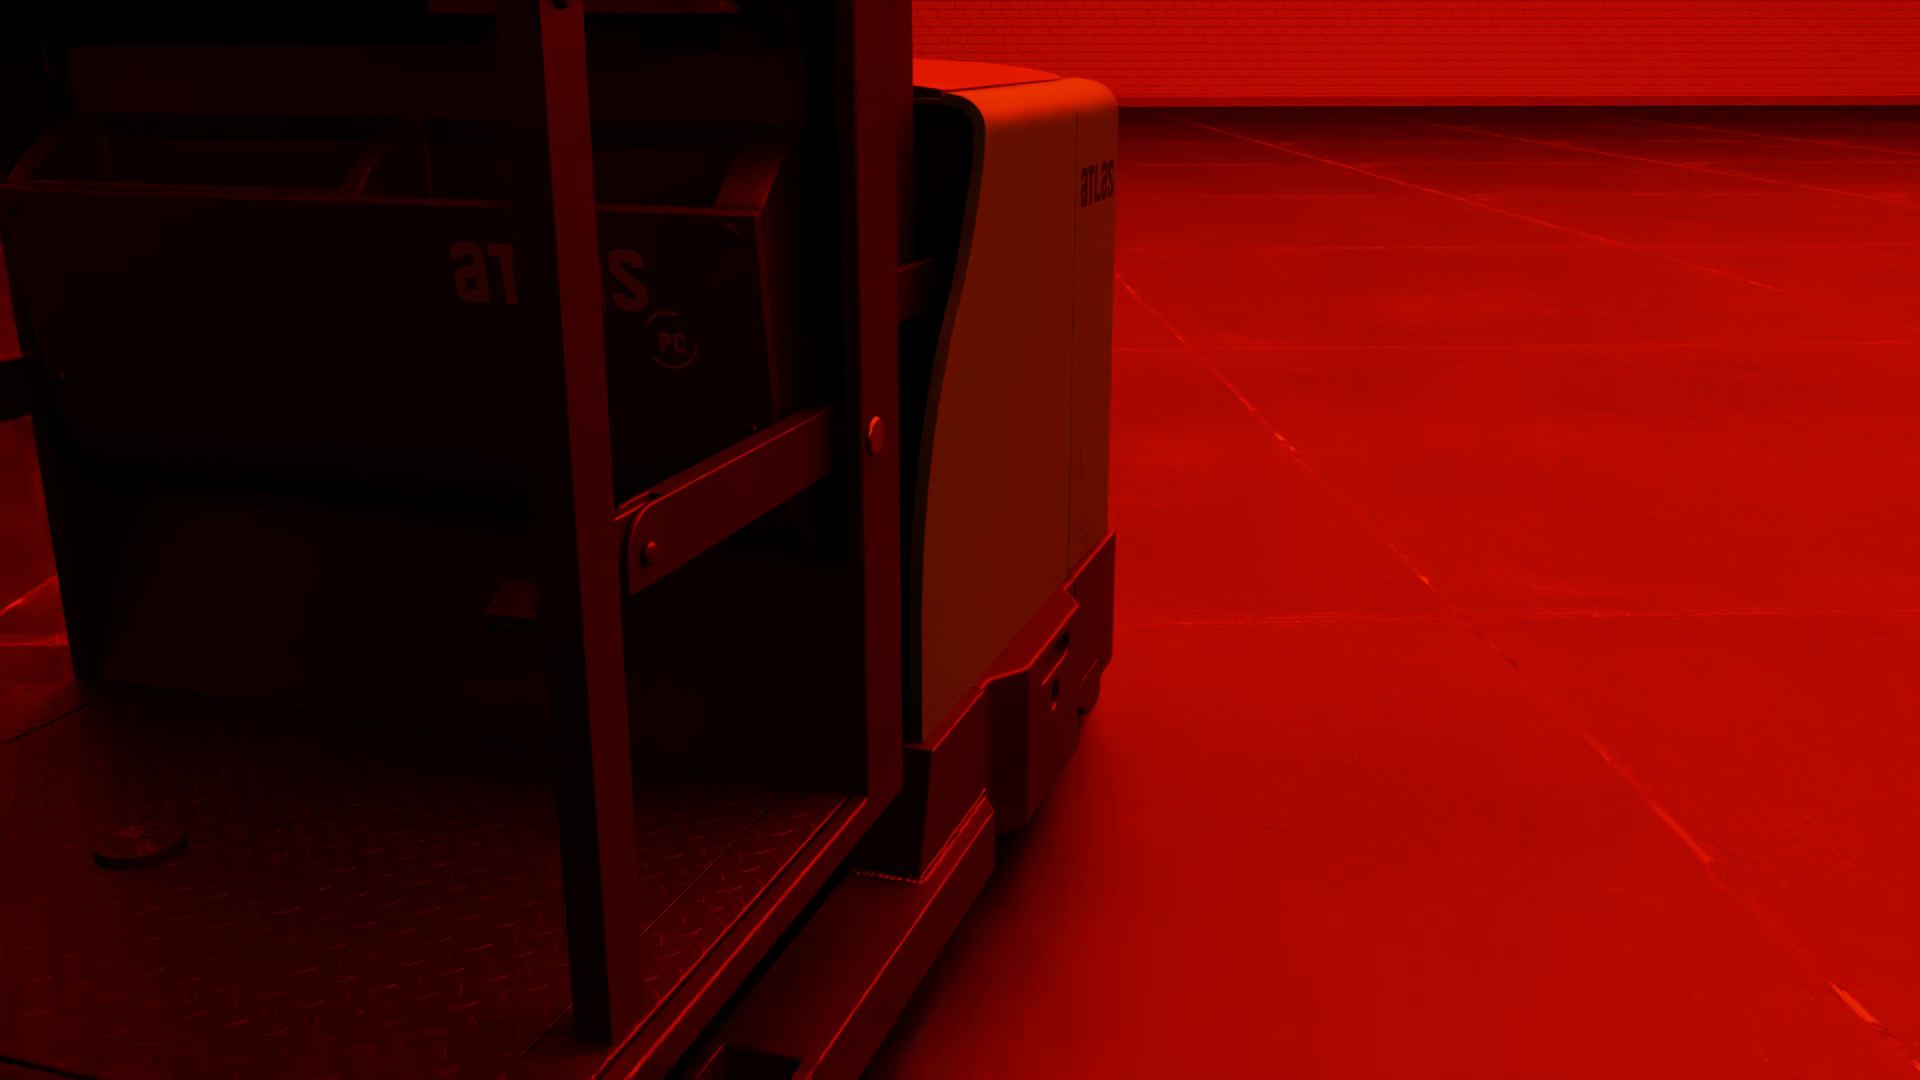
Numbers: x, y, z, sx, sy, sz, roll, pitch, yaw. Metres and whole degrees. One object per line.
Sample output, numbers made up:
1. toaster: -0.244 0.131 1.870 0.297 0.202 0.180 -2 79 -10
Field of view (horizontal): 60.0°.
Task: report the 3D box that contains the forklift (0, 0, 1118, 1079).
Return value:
1. forklift: -0.675 -0.775 1.441 1.130 2.935 3.031 6 18 18
